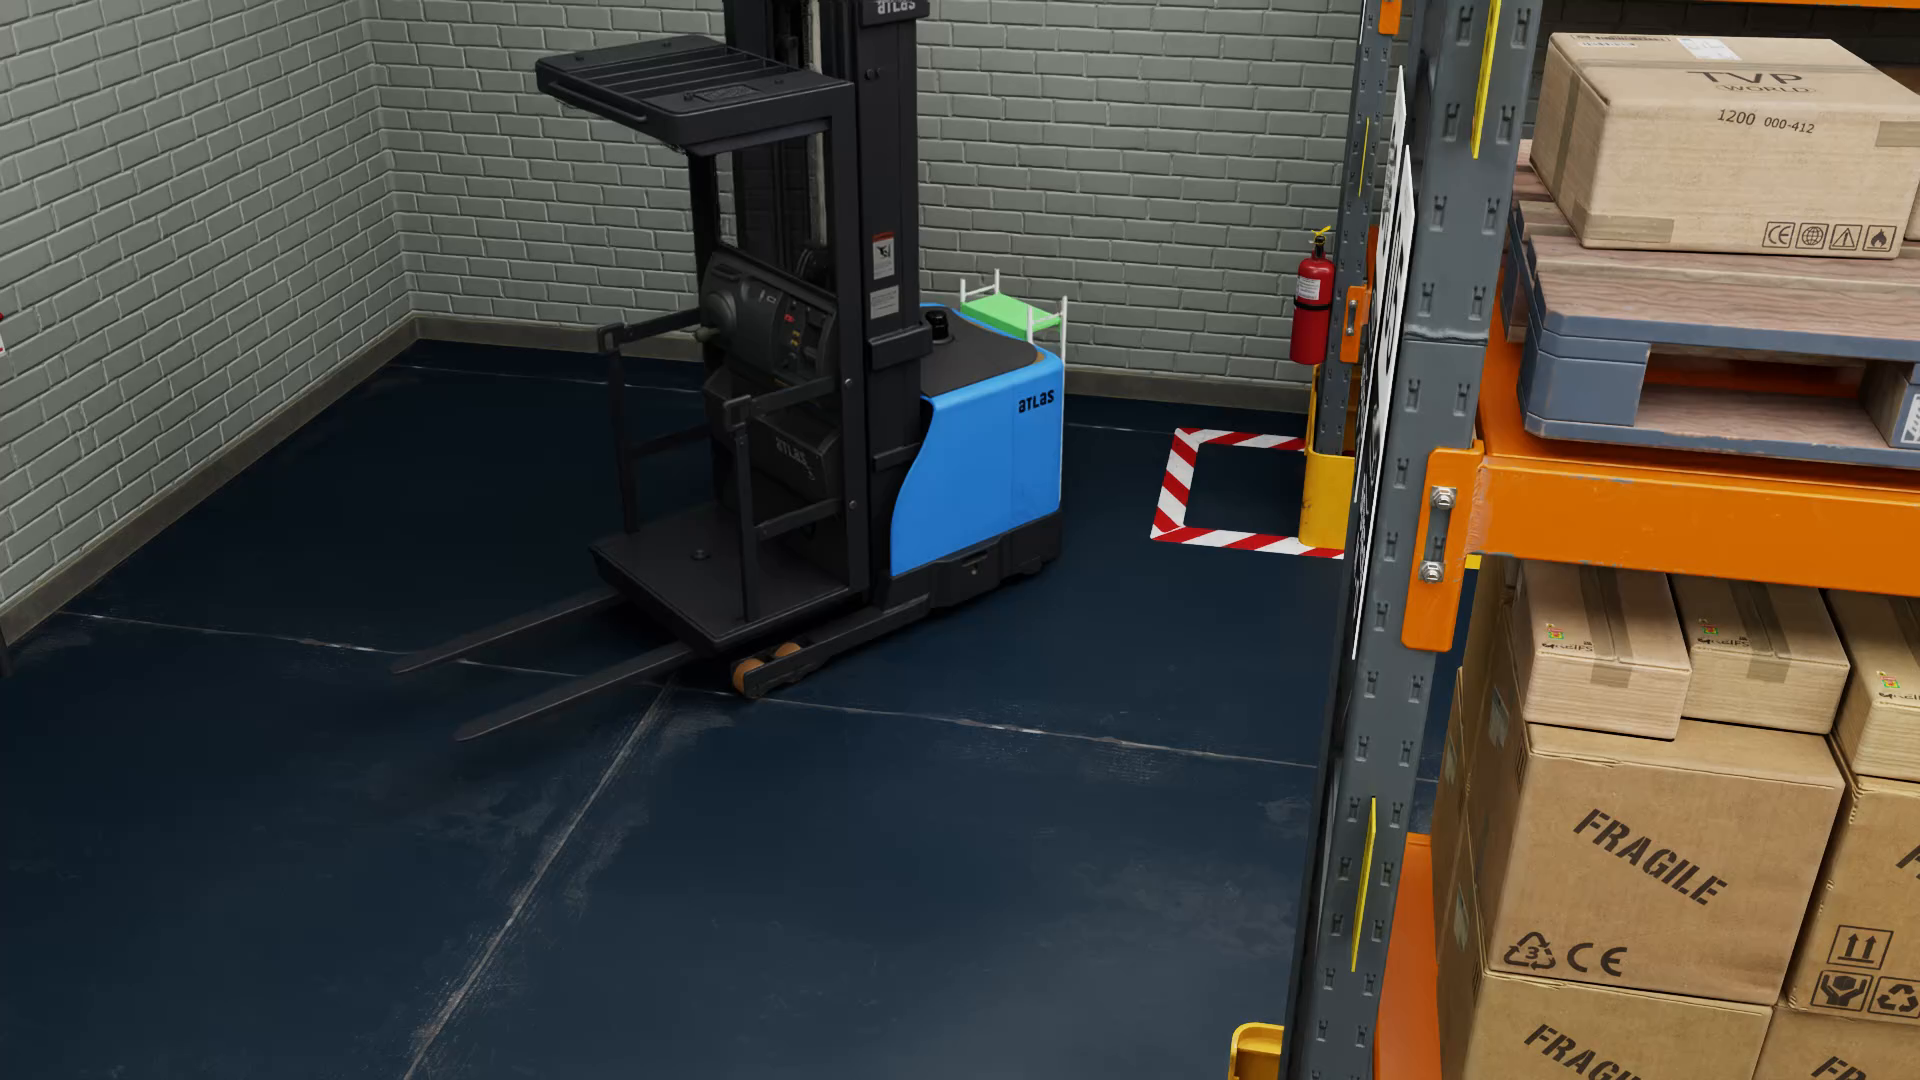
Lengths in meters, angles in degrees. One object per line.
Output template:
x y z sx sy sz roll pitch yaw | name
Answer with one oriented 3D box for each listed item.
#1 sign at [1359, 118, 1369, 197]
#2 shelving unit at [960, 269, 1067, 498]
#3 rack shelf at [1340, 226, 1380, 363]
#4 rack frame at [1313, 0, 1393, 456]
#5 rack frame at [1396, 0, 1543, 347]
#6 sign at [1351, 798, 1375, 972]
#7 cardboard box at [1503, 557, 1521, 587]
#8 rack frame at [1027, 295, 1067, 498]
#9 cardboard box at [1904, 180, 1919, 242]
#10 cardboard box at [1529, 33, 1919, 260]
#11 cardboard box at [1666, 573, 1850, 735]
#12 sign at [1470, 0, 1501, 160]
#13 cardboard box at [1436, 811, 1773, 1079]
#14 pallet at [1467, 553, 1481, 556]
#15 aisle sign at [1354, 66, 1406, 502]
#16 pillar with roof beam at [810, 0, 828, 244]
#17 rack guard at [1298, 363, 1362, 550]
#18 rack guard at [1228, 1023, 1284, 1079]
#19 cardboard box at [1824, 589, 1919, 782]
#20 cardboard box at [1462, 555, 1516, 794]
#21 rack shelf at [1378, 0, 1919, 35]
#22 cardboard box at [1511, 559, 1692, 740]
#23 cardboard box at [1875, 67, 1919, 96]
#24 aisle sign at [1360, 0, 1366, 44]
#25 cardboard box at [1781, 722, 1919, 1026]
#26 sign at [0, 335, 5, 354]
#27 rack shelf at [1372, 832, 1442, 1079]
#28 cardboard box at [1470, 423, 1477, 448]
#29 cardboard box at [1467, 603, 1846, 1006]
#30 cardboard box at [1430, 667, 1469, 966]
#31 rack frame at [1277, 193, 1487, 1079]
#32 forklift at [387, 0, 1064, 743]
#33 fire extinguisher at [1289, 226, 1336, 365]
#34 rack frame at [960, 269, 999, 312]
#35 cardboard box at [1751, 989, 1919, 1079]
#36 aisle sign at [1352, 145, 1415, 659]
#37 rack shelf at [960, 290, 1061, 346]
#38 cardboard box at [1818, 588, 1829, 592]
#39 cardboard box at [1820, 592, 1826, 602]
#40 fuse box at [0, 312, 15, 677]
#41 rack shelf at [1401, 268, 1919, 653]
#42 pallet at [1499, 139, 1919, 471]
1.769 -1.678 7.289 0.005 0.325 0.100 6 29 11 | sign
0.253 -0.682 8.246 0.258 1.200 0.503 -22 36 -34 | shelving unit
3.838 -1.037 7.769 4.000 0.370 1.077 6 29 11 | rack shelf
1.883 -1.553 7.962 0.127 3.000 1.000 6 29 11 | rack frame
0.850 -1.853 2.263 0.127 3.000 1.000 6 29 11 | rack frame
0.728 0.624 3.002 0.005 0.325 0.100 6 29 11 | sign
1.242 -0.046 3.390 0.250 0.149 0.380 6 29 11 | cardboard box
0.410 -0.592 8.082 0.240 1.200 0.015 -22 36 -34 | rack frame
1.735 -0.647 2.906 0.250 0.149 0.380 4 29 7 | cardboard box
1.309 -0.696 2.890 0.500 0.250 0.500 3 29 6 | cardboard box
1.410 0.170 2.995 0.250 0.149 0.380 7 29 12 | cardboard box
0.728 -0.695 2.280 0.005 0.325 0.100 6 29 11 | sign
1.259 0.918 3.346 0.500 0.500 0.500 6 29 10 | cardboard box
2.737 -0.242 8.473 1.213 0.211 1.003 6 29 11 | pallet
0.844 -0.514 3.359 0.004 0.787 0.394 6 29 11 | aisle sign
-1.465 -2.856 4.096 0.400 9.000 9.100 6 29 11 | pillar with roof beam
1.957 -0.449 8.549 0.348 0.500 1.175 6 29 11 | rack guard
0.826 1.873 4.309 0.348 0.500 1.175 6 29 11 | rack guard
1.640 0.250 2.849 0.250 0.149 0.380 7 29 12 | cardboard box
1.371 0.233 3.556 0.500 0.500 0.500 7 29 12 | cardboard box
3.838 -2.352 7.049 4.000 0.370 1.077 6 29 11 | rack shelf
1.139 0.177 2.981 0.250 0.149 0.380 6 29 12 | cardboard box
4.394 -1.819 7.515 0.500 0.500 0.500 5 29 9 | cardboard box
1.755 -2.562 7.099 0.004 0.787 0.394 6 29 11 | aisle sign
1.766 0.527 3.019 0.500 0.500 0.500 5 29 9 | cardboard box
-4.188 -0.959 6.976 0.001 0.494 0.329 6 29 11 | sign
2.806 1.295 3.510 4.000 0.370 1.077 6 29 11 | rack shelf
2.461 -0.536 8.268 0.637 0.503 0.797 5 29 9 | cardboard box
1.260 0.478 3.107 0.500 0.500 0.500 5 29 9 | cardboard box
1.377 0.659 3.819 0.500 0.500 0.500 6 29 11 | cardboard box
0.850 0.779 3.704 0.127 3.000 1.000 6 29 11 | rack frame
-0.972 -0.902 6.845 3.031 2.935 1.130 -22 35 -34 | forklift
1.642 -1.153 7.701 0.183 0.674 0.296 6 29 11 | fire extinguisher
0.096 -0.771 8.410 0.240 1.200 0.015 -22 36 -34 | rack frame
1.760 0.956 3.277 0.500 0.500 0.500 5 29 10 | cardboard box
0.719 -0.233 2.844 0.004 0.787 0.394 6 29 11 | aisle sign
0.253 -1.047 8.046 0.258 0.148 0.480 -22 36 -34 | rack shelf
1.766 -0.046 3.389 0.250 0.149 0.380 6 29 10 | cardboard box
1.888 0.272 3.485 0.500 0.500 0.500 6 29 11 | cardboard box
-4.088 -0.182 6.801 0.414 1.711 0.539 6 29 11 | fuse box
2.806 -0.021 2.790 4.000 0.370 1.077 6 29 11 | rack shelf
1.577 -0.429 2.878 1.213 0.211 1.003 6 29 11 | pallet
